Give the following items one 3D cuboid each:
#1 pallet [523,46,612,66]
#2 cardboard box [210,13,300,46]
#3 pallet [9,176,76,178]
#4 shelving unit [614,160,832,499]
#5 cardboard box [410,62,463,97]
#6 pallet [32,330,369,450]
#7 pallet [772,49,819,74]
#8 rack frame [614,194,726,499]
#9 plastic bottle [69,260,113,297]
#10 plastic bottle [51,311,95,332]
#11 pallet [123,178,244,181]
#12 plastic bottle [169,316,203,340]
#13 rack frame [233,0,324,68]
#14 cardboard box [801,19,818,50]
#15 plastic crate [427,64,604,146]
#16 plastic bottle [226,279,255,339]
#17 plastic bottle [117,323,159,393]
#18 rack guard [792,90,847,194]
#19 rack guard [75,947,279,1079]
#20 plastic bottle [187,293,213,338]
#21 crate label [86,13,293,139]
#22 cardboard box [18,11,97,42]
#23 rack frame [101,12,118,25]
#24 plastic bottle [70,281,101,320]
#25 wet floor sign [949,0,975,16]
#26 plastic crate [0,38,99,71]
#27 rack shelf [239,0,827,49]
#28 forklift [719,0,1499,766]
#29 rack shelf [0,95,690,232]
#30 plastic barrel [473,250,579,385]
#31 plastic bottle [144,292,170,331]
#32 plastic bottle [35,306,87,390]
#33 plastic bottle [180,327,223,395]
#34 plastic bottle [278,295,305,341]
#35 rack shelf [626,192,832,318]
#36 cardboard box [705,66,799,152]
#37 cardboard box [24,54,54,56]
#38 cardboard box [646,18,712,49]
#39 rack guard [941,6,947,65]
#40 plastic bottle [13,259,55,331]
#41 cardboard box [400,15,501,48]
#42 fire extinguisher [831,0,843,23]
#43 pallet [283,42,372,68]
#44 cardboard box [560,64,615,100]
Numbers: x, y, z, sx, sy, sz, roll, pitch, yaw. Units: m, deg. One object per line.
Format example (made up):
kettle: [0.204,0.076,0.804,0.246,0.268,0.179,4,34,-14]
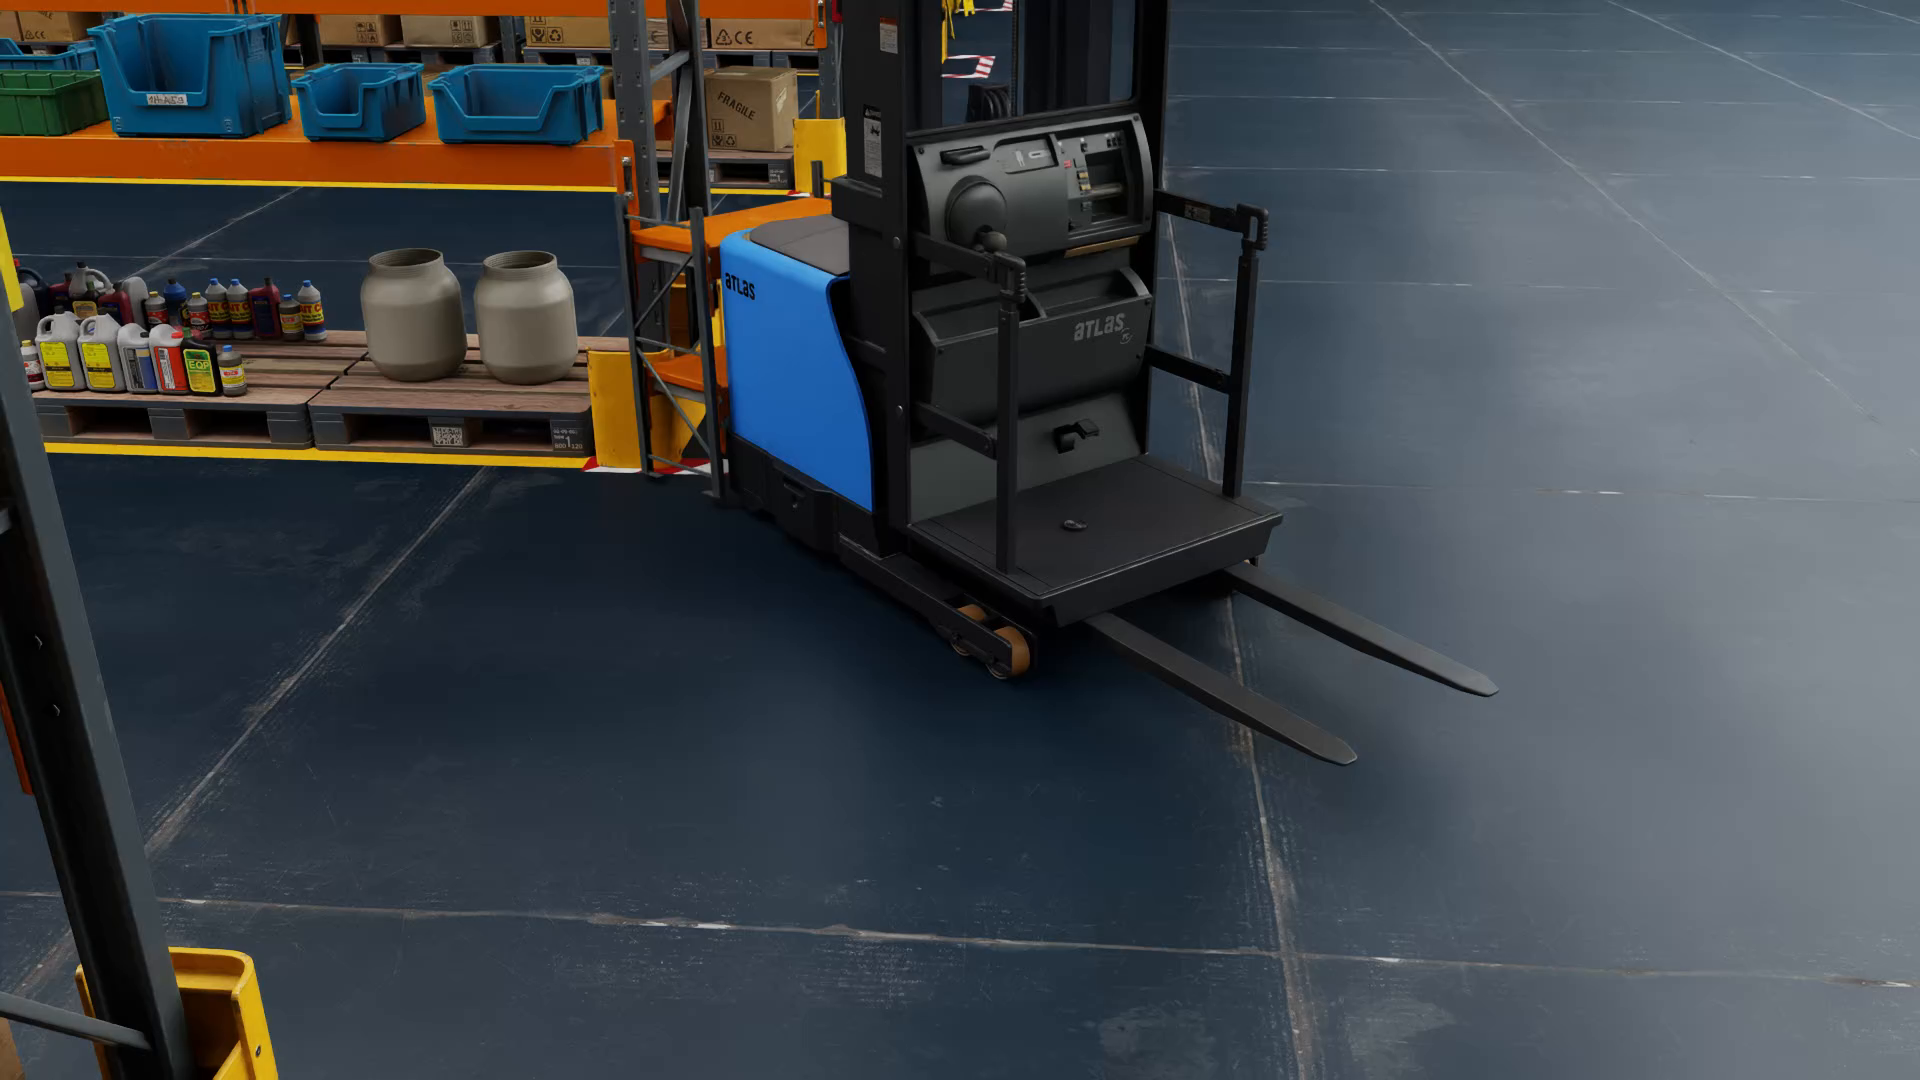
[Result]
pallet: [-3.605,-4.853,16.545,1.213,0.211,1.003,2,25,4]
cardboard box: [-6.873,-5.390,16.565,0.750,0.750,1.050,2,25,5]
pallet: [-6.834,-2.908,12.318,1.213,0.211,1.003,2,25,4]
shelving unit: [-0.772,-0.887,6.765,0.538,1.125,1.048,18,28,40]
cardboard box: [-3.870,-3.124,11.938,0.500,0.500,0.500,10,27,21]
pallet: [-3.331,-0.705,7.530,1.213,0.211,1.003,2,25,4]
pallet: [-1.172,-4.775,16.375,1.213,0.211,1.003,2,25,4]
rack frame: [-1.118,-0.743,6.421,0.500,1.125,0.032,18,28,40]
plastic bottle: [-4.039,-1.128,7.756,0.185,0.351,0.144,2,25,4]
plastic bottle: [-3.846,-0.855,7.252,0.135,0.276,0.152,2,25,4]
pallet: [-5.614,-2.870,12.236,1.213,0.211,1.003,2,25,4]
plastic bottle: [-3.335,-0.826,7.181,0.133,0.283,0.061,2,25,4]
rack frame: [-4.838,-4.113,11.600,0.127,3.000,1.000,2,25,4]
cardboard box: [-1.050,-5.269,16.151,0.875,0.875,0.875,2,25,4]
plastic crate: [-1.751,-1.744,6.630,0.616,0.251,0.499,2,25,4]
plastic bottle: [-3.354,-1.080,7.746,0.097,0.271,0.097,0,25,0]
plastic bottle: [-3.481,-0.783,7.096,0.135,0.276,0.152,1,25,3]
rack guard: [-0.925,-2.852,11.850,0.348,0.500,1.175,2,25,4]
rack guard: [-1.588,1.280,2.870,0.348,0.500,1.175,2,25,4]
plastic bottle: [-3.553,-1.054,7.775,0.097,0.201,0.097,0,25,0]
crate label: [-3.085,-1.883,6.711,0.616,0.435,0.502,2,25,4]
cardboard box: [-9.022,-5.272,16.607,0.500,0.500,0.500,2,25,4]
rack frame: [-8.346,-6.305,16.364,0.127,3.000,1.000,2,25,4]
plastic bottle: [-4.022,-1.054,7.675,0.133,0.283,0.061,2,25,4]
wet floor sign: [0.017,-6.594,19.808,0.232,0.644,0.267,11,27,22]
plastic crate: [-4.093,-2.059,7.314,0.616,0.251,0.499,2,25,4]
rack shelf: [-2.844,-3.722,11.611,4.000,0.370,1.077,2,25,4]
forklift: [0.378,-1.121,5.179,1.130,2.935,3.031,-17,30,-33]
rack shelf: [-3.223,-1.658,7.125,4.000,0.370,1.077,2,25,4]
plastic barrel: [-1.891,-0.970,7.244,0.421,0.512,0.421,0,25,0]
plastic bottle: [-3.758,-1.061,7.789,0.097,0.201,0.097,0,25,0]
plastic bottle: [-3.832,-0.827,7.101,0.185,0.351,0.144,2,25,4]
plastic bottle: [-3.211,-0.759,7.034,0.133,0.283,0.061,2,25,5]
plastic bottle: [-3.116,-1.040,7.744,0.097,0.201,0.097,0,25,0]
rack shelf: [-0.779,-1.160,6.658,0.538,0.278,1.000,18,28,40]
cardboard box: [-1.471,-3.067,11.815,0.500,0.500,0.500,6,25,14]
cardboard box: [-7.037,-3.264,12.220,0.500,0.500,0.700,4,25,8]
cardboard box: [-2.837,-5.326,16.276,0.875,0.875,0.875,2,25,4]
rack guard: [-0.345,-4.913,16.328,0.348,0.500,1.175,2,25,4]
plastic bottle: [-4.362,-1.138,7.778,0.185,0.351,0.144,1,25,1]
cardboard box: [-4.983,-5.328,16.430,0.750,0.750,1.050,2,25,4]
fire extinguisher: [-0.771,-3.754,10.913,0.183,0.674,0.296,2,25,4]
pallet: [-6.352,-4.941,16.736,1.213,0.211,1.003,2,25,4]
cardboard box: [-2.692,-3.100,11.886,0.500,0.500,0.500,4,25,9]
